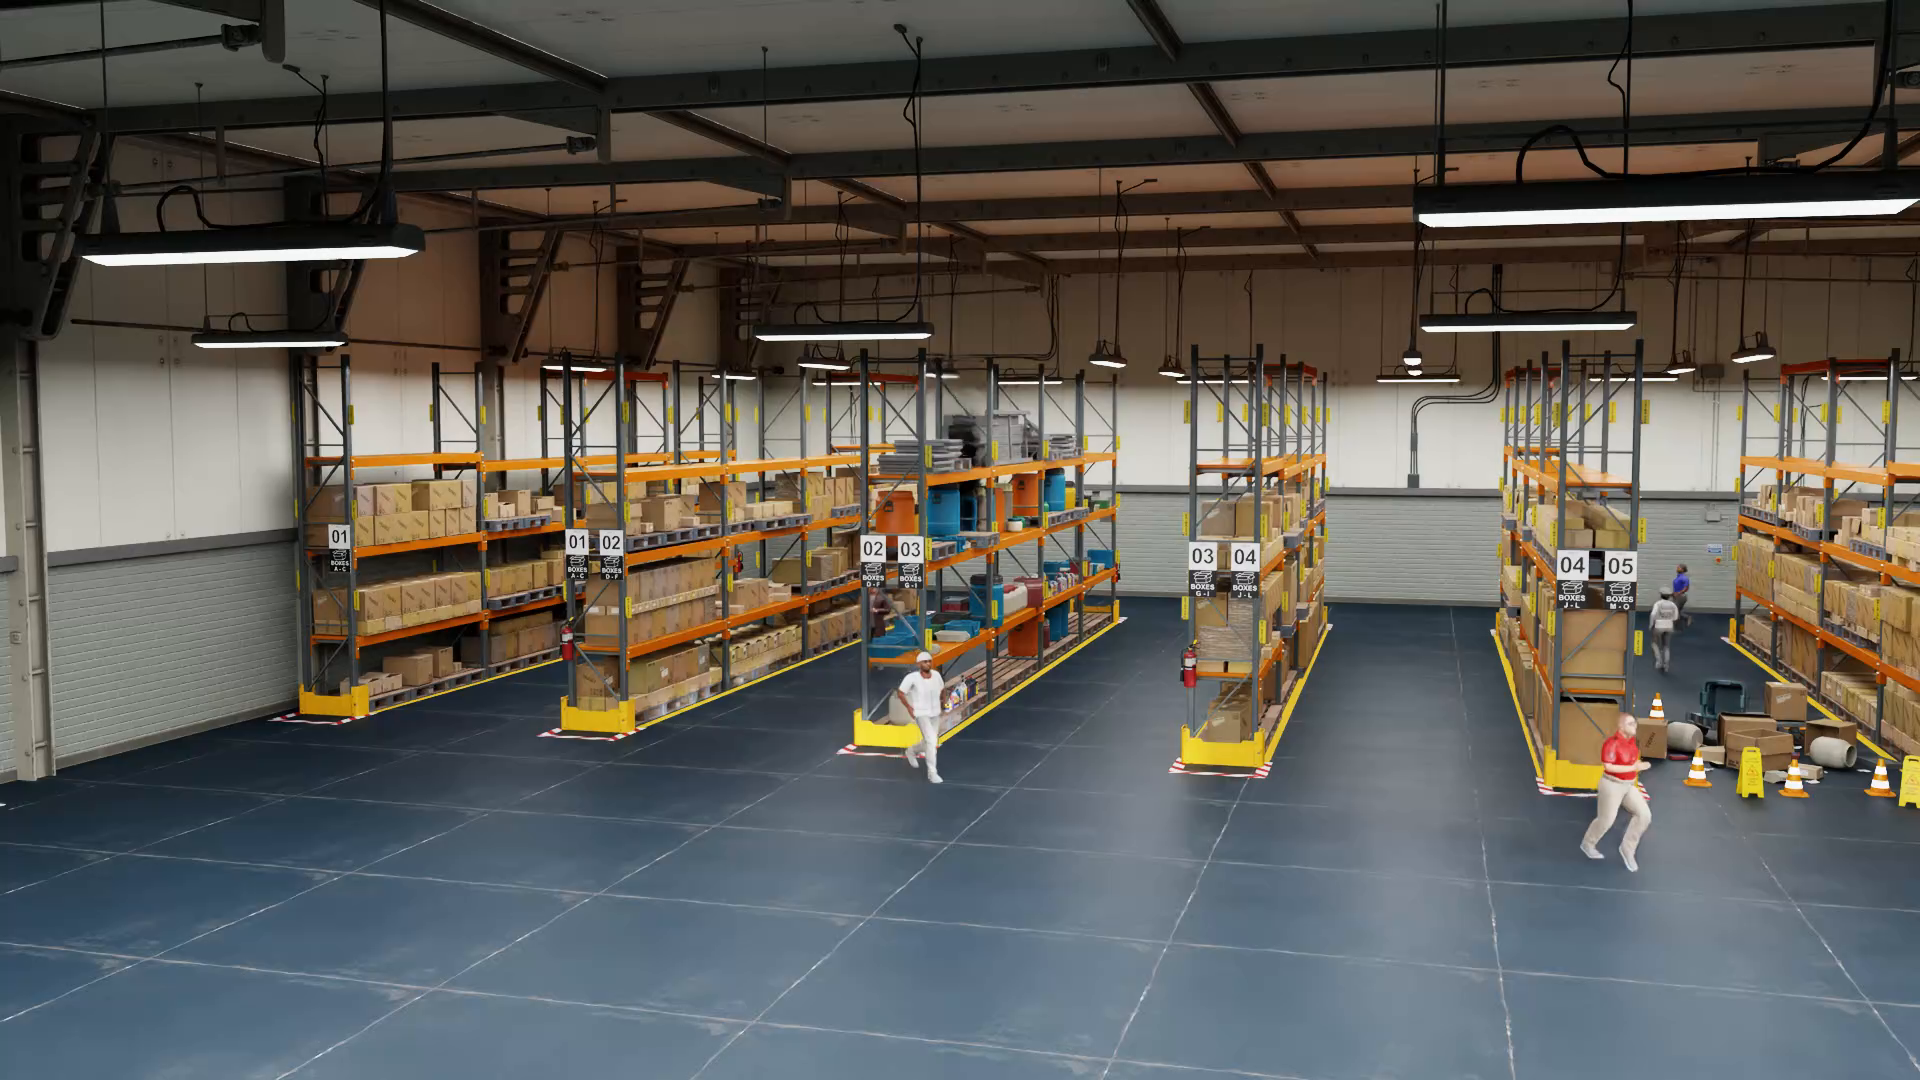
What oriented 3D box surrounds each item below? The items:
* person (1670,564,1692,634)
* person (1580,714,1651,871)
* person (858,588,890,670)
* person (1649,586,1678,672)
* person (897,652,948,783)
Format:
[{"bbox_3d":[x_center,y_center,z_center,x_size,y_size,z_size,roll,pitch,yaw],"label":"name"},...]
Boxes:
[{"bbox_3d":[16.539,1.348,38.133,0.561,1.614,0.585,1,4,7],"label":"person"},{"bbox_3d":[7.273,2.778,18.409,0.688,1.762,0.859,-3,5,-34],"label":"person"},{"bbox_3d":[-1.660,1.680,32.167,0.684,1.806,0.927,1,4,11],"label":"person"},{"bbox_3d":[13.708,1.730,32.496,0.595,1.660,0.584,0,4,4],"label":"person"},{"bbox_3d":[-0.479,2.413,22.925,0.689,1.768,0.852,-3,5,-36],"label":"person"}]
